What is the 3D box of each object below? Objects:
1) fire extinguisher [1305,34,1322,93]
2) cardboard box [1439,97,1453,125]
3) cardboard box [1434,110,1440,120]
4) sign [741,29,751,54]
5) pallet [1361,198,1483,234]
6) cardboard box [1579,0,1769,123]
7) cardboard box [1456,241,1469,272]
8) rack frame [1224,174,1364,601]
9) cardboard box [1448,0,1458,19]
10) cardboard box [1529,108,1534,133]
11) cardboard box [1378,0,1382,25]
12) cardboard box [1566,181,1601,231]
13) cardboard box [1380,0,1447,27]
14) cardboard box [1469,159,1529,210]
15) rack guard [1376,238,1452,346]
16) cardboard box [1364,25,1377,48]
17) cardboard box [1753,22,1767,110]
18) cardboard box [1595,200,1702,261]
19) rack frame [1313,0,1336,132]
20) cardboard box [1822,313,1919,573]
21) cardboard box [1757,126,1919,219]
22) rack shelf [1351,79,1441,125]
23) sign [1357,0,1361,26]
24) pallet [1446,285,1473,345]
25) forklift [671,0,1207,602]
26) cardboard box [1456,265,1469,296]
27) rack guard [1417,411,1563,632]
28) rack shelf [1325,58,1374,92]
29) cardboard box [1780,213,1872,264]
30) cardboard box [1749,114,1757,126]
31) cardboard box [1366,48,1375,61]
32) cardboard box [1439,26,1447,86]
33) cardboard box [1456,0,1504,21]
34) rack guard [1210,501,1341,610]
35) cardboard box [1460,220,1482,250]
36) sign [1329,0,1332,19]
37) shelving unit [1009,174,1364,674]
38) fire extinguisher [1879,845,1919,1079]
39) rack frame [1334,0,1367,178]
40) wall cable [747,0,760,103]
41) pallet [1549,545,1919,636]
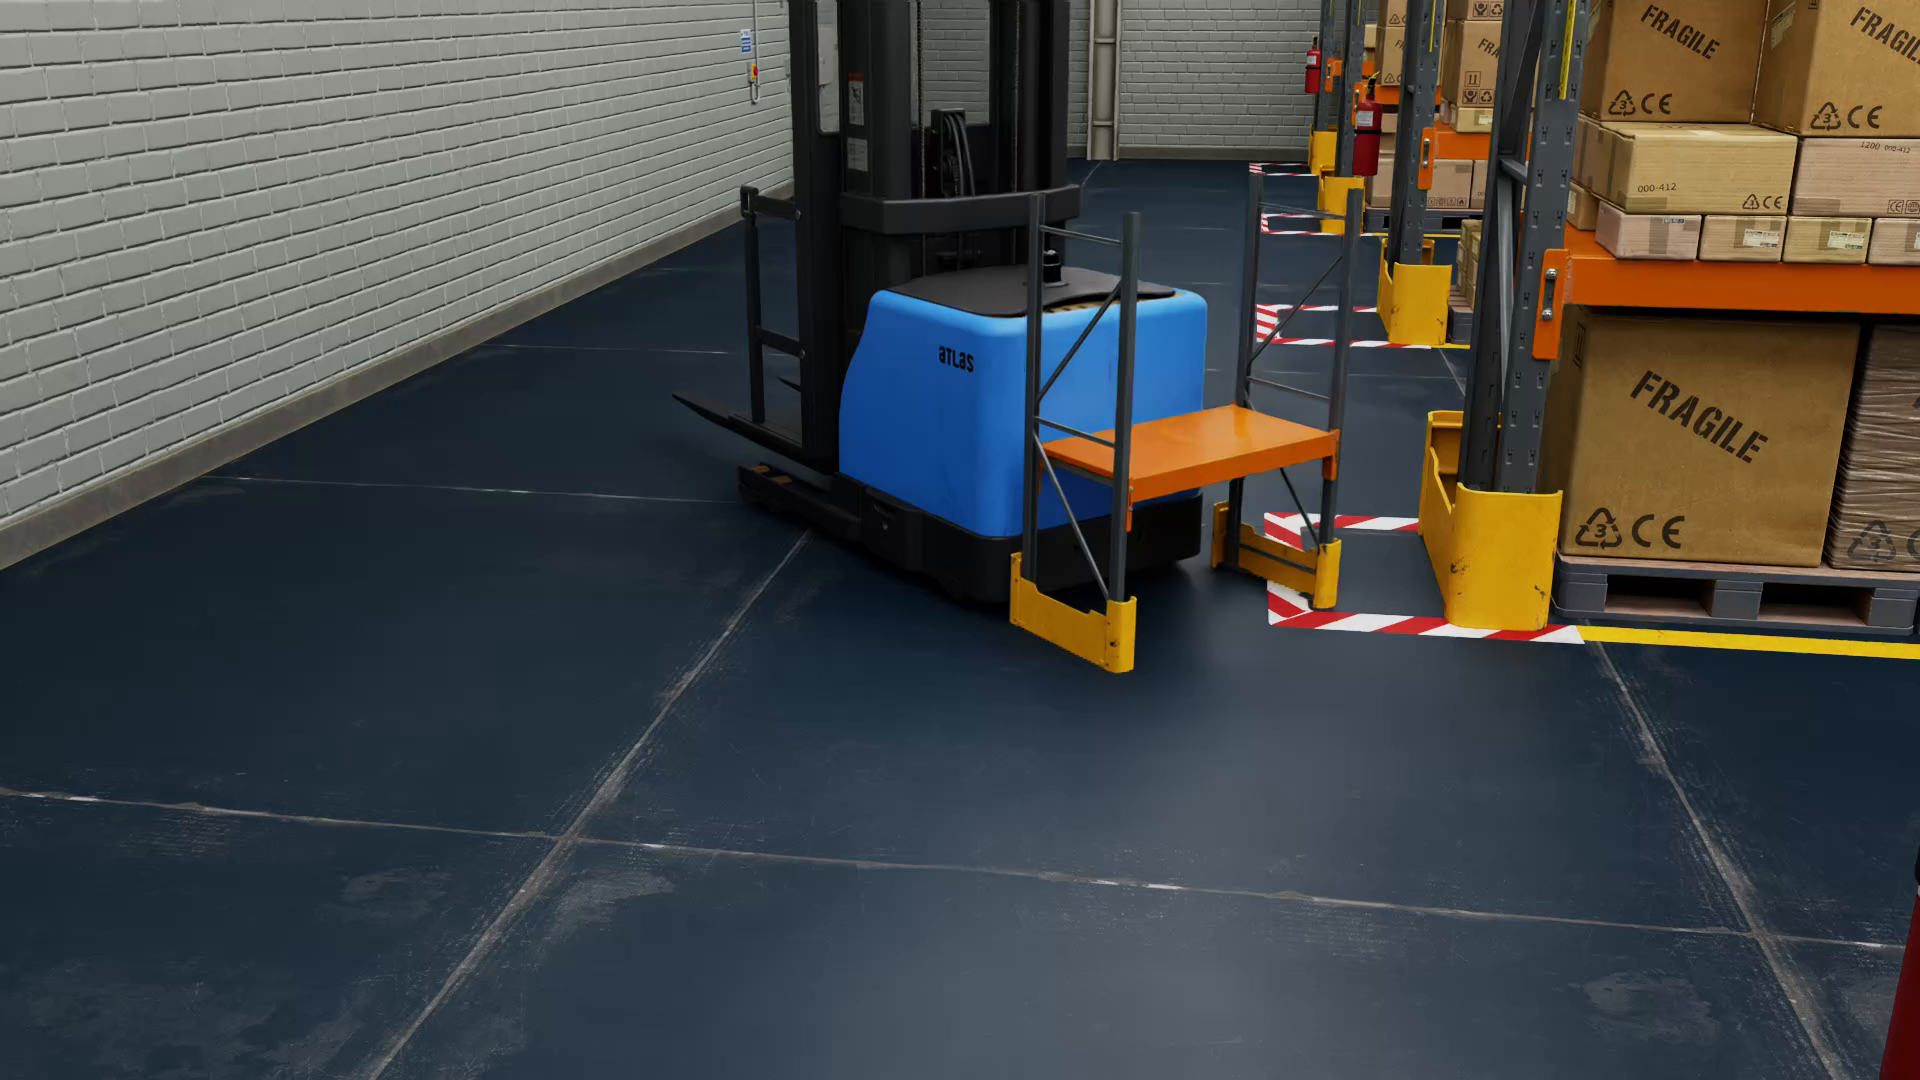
[{"bbox_3d":[4.151,-5.597,19.512,0.183,0.674,0.296,3,19,9],"label":"fire extinguisher"},{"bbox_3d":[3.267,-2.789,10.808,0.250,0.149,0.380,3,19,9],"label":"cardboard box"},{"bbox_3d":[5.796,-4.846,19.835,0.500,0.500,0.700,4,19,11],"label":"cardboard box"},{"bbox_3d":[-2.054,-4.785,15.950,0.001,0.218,0.327,3,19,9],"label":"sign"},{"bbox_3d":[4.387,-3.054,15.598,1.213,0.211,1.003,3,19,9],"label":"pallet"},{"bbox_3d":[2.536,-1.771,5.954,0.500,0.500,0.500,3,19,9],"label":"cardboard box"},{"bbox_3d":[3.467,-1.888,11.079,0.250,0.149,0.380,2,19,7],"label":"cardboard box"},{"bbox_3d":[1.197,-0.543,6.047,0.032,1.500,0.500,-13,24,-34],"label":"rack frame"},{"bbox_3d":[3.391,-3.554,10.495,0.500,0.500,0.500,3,19,8],"label":"cardboard box"},{"bbox_3d":[3.426,-2.598,10.238,0.250,0.149,0.380,4,19,11],"label":"cardboard box"},{"bbox_3d":[4.099,-4.964,15.179,0.500,0.500,0.500,4,19,10],"label":"cardboard box"},{"bbox_3d":[2.418,-1.254,6.219,0.250,0.149,0.380,3,19,10],"label":"cardboard box"},{"bbox_3d":[4.014,-4.800,14.690,0.500,0.500,0.500,3,19,7],"label":"cardboard box"},{"bbox_3d":[5.158,-3.331,15.407,0.875,0.438,0.875,3,19,10],"label":"cardboard box"},{"bbox_3d":[2.975,-1.647,10.938,0.348,0.500,1.175,3,19,9],"label":"rack guard"},{"bbox_3d":[4.774,-5.910,19.507,0.500,0.250,0.500,3,19,9],"label":"cardboard box"},{"bbox_3d":[4.818,-2.844,9.951,0.500,0.500,0.500,2,19,7],"label":"cardboard box"},{"bbox_3d":[2.312,-1.047,5.602,0.250,0.149,0.380,3,19,9],"label":"cardboard box"},{"bbox_3d":[4.369,-5.948,19.851,0.127,3.000,1.000,3,19,9],"label":"rack frame"},{"bbox_3d":[3.557,-0.426,6.036,0.875,0.875,0.875,3,19,9],"label":"cardboard box"},{"bbox_3d":[2.959,-1.225,5.504,0.500,0.250,0.500,3,19,8],"label":"cardboard box"},{"bbox_3d":[5.560,-3.950,15.016,4.000,0.370,1.077,3,19,9],"label":"rack shelf"},{"bbox_3d":[3.492,-4.667,14.534,0.005,0.325,0.100,3,19,9],"label":"sign"},{"bbox_3d":[3.772,-1.458,10.829,1.213,0.211,1.003,3,19,9],"label":"pallet"},{"bbox_3d":[-0.313,-1.577,6.897,1.130,2.935,3.031,-12,22,-32],"label":"forklift"},{"bbox_3d":[3.453,-1.722,11.055,0.250,0.149,0.380,3,19,10],"label":"cardboard box"},{"bbox_3d":[1.990,-0.103,6.324,0.348,0.500,1.175,3,19,9],"label":"rack guard"},{"bbox_3d":[6.344,-5.506,19.664,4.000,0.370,1.077,3,19,9],"label":"rack shelf"},{"bbox_3d":[2.818,-1.022,5.526,0.250,0.149,0.380,2,19,7],"label":"cardboard box"},{"bbox_3d":[3.035,-1.391,5.999,0.500,0.250,0.500,3,19,8],"label":"cardboard box"},{"bbox_3d":[4.909,-5.728,19.590,0.250,0.149,0.380,3,19,10],"label":"cardboard box"},{"bbox_3d":[4.518,-4.309,14.796,0.500,0.500,0.500,3,19,8],"label":"cardboard box"},{"bbox_3d":[3.301,-3.393,10.015,0.500,0.500,0.500,3,19,8],"label":"cardboard box"},{"bbox_3d":[1.176,0.051,6.241,0.087,0.250,0.587,-13,24,-34],"label":"rack guard"},{"bbox_3d":[3.463,-2.019,11.002,0.250,0.149,0.380,3,19,9],"label":"cardboard box"},{"bbox_3d":[4.283,-6.188,19.206,0.005,0.325,0.100,3,19,9],"label":"sign"},{"bbox_3d":[0.782,-0.444,5.754,1.083,1.500,0.587,-13,24,-34],"label":"shelving unit"},{"bbox_3d":[1.151,0.328,1.806,0.183,0.674,0.296,3,19,9],"label":"fire extinguisher"},{"bbox_3d":[3.586,-4.392,15.203,0.127,3.000,1.000,3,19,9],"label":"rack frame"},{"bbox_3d":[-1.985,-5.165,15.863,0.123,1.953,0.585,3,19,9],"label":"wall cable"},{"bbox_3d":[2.816,0.051,6.320,1.213,0.211,1.003,3,19,9],"label":"pallet"}]
